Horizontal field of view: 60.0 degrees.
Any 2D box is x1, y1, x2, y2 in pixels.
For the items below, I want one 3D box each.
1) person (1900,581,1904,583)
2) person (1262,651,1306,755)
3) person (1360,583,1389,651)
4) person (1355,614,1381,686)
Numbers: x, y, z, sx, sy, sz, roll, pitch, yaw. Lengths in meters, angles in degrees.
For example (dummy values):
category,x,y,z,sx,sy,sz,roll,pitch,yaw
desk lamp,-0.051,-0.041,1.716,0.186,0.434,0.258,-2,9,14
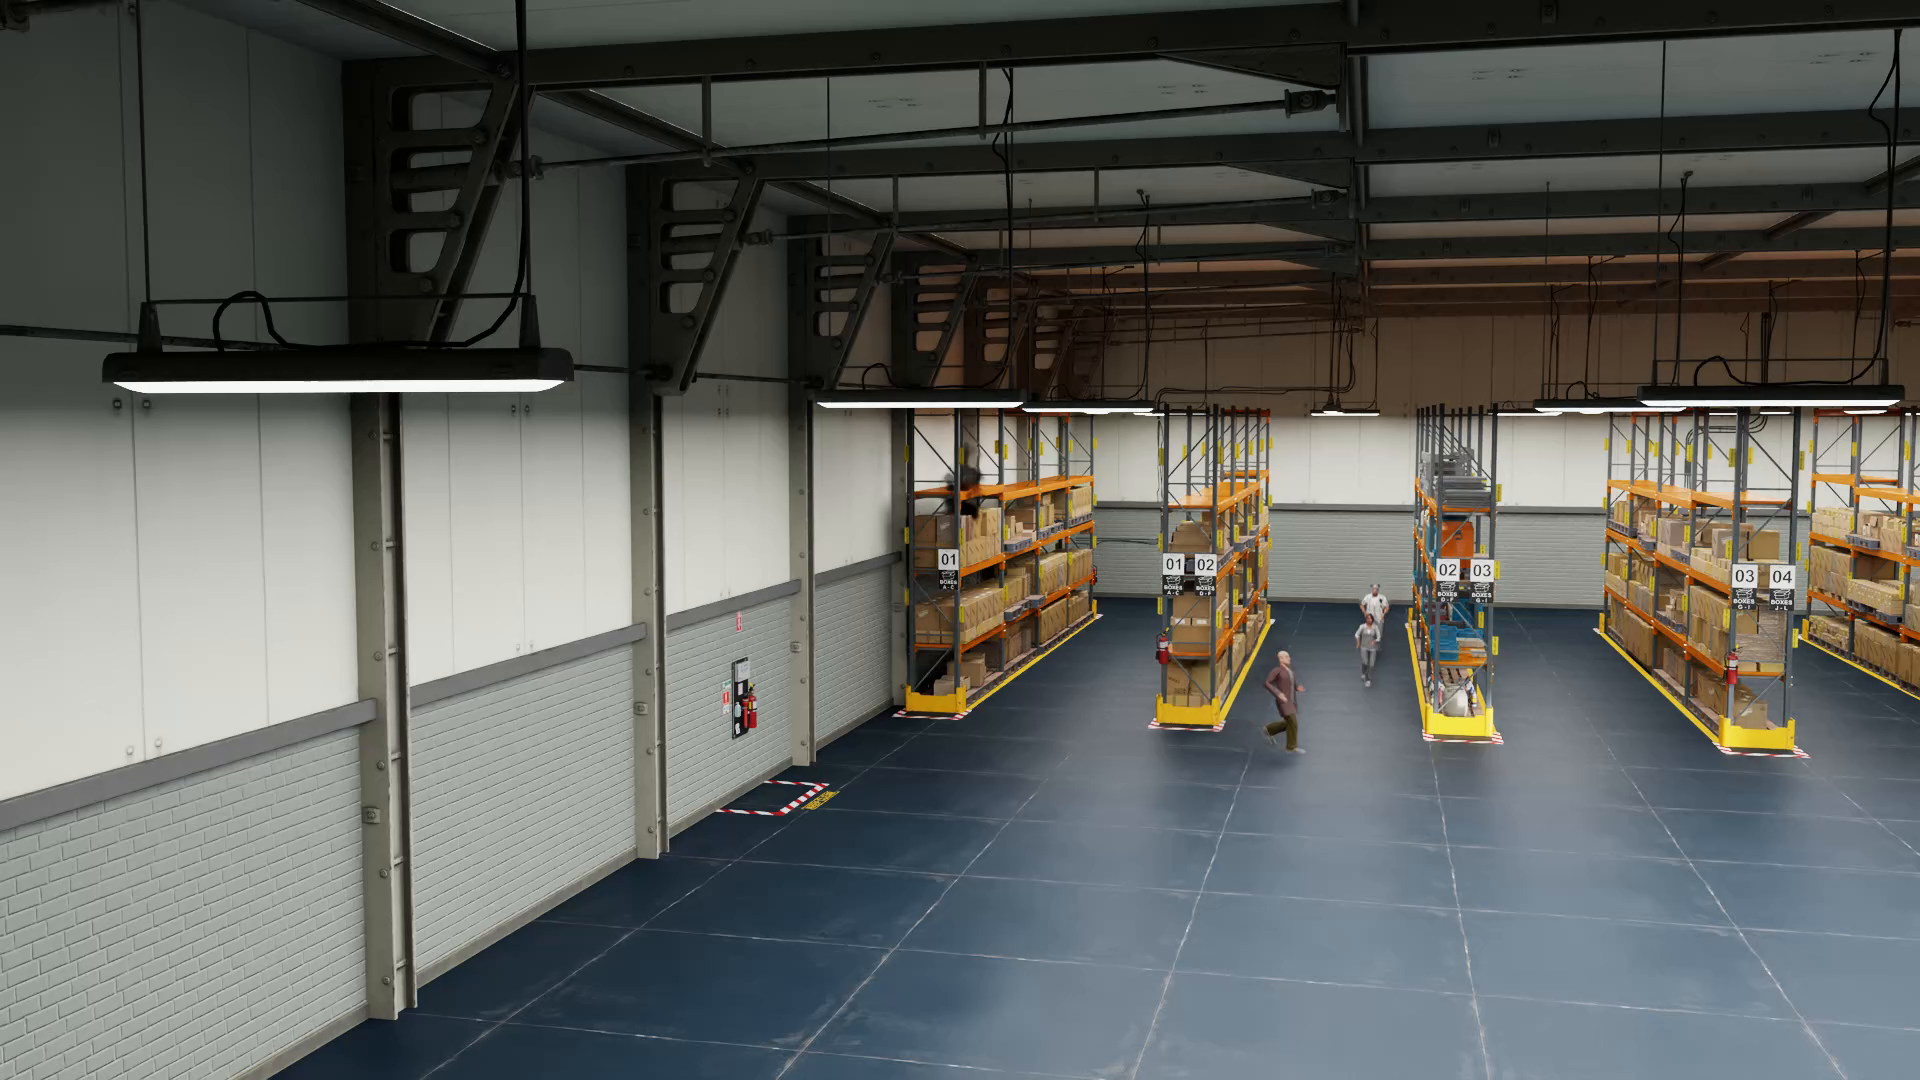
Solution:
category,x,y,z,sx,sy,sz,roll,pitch,yaw
person,25.129,1.755,43.890,0.972,1.626,0.617,1,4,9
person,5.546,2.773,28.520,0.898,1.744,0.720,4,6,41
person,10.061,1.913,40.394,0.672,1.762,0.641,1,4,15
person,8.717,2.353,35.517,0.524,1.561,0.559,1,4,10
